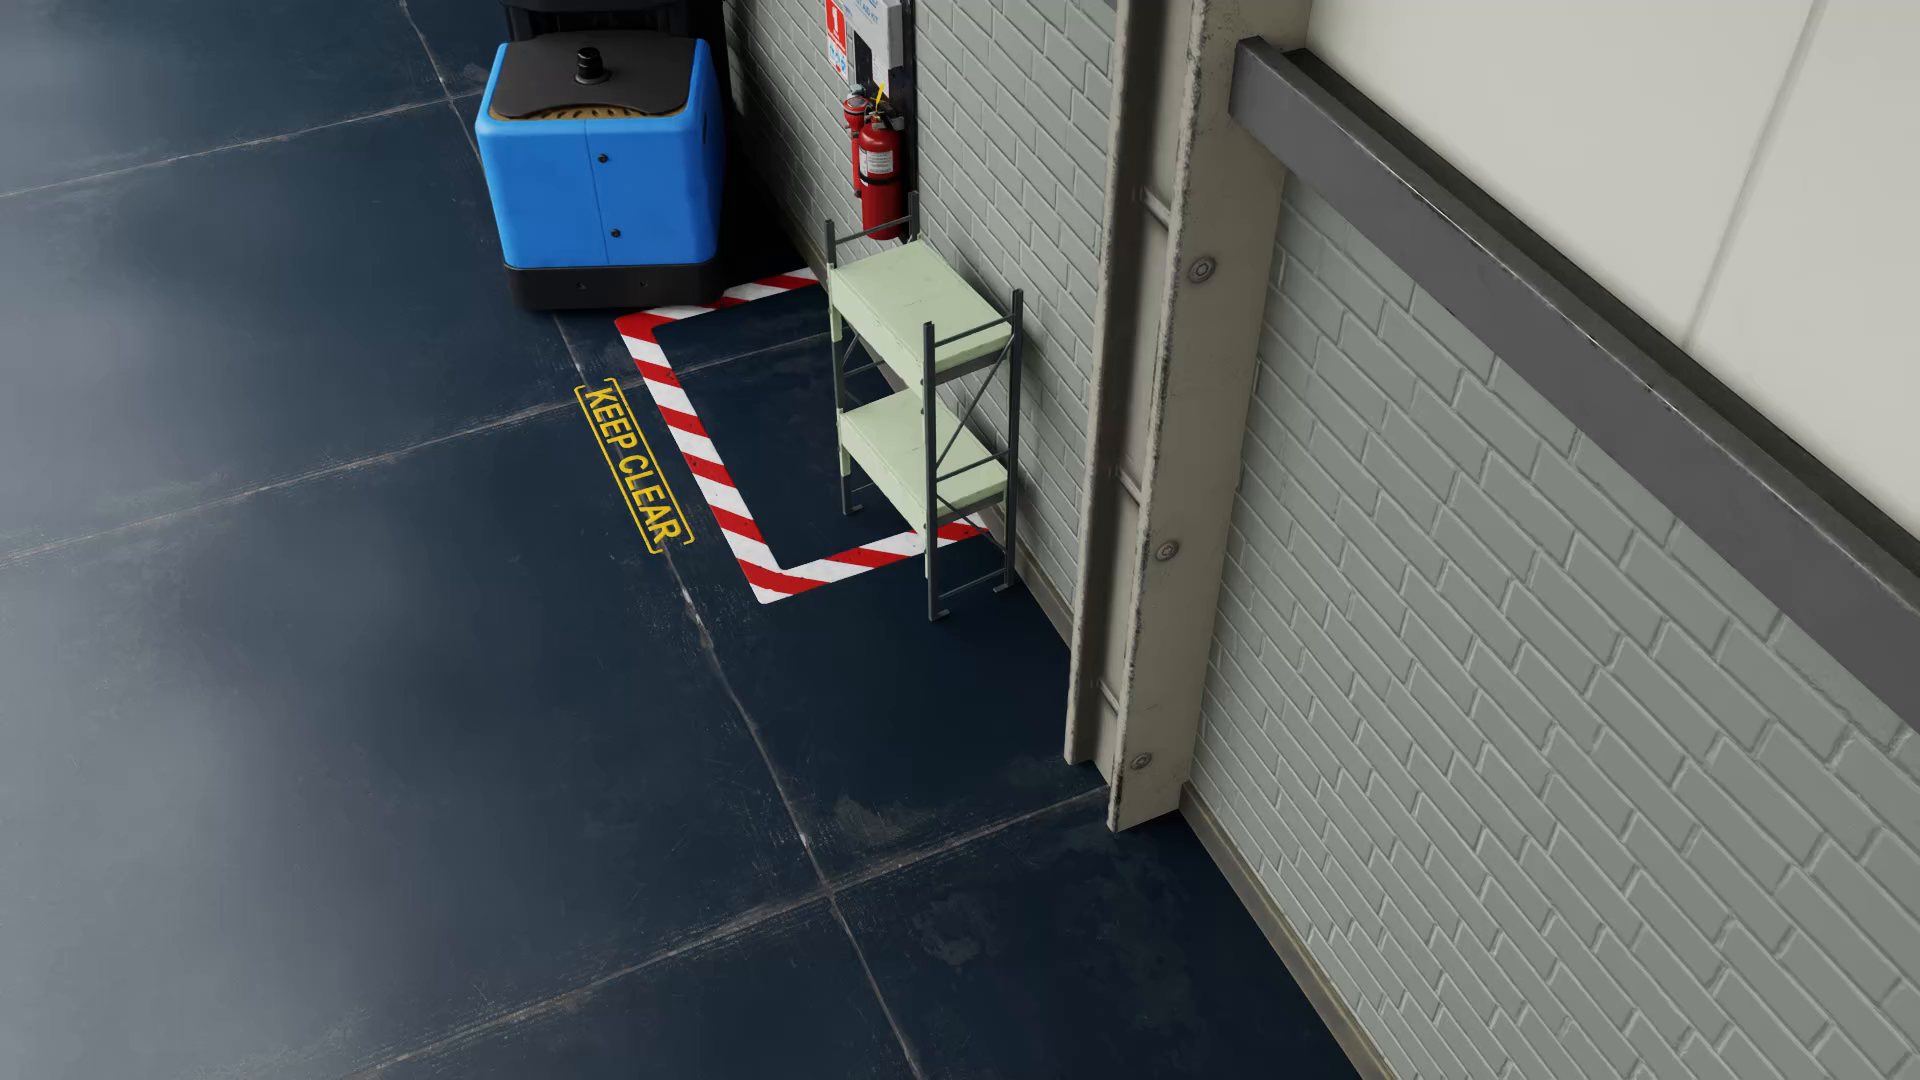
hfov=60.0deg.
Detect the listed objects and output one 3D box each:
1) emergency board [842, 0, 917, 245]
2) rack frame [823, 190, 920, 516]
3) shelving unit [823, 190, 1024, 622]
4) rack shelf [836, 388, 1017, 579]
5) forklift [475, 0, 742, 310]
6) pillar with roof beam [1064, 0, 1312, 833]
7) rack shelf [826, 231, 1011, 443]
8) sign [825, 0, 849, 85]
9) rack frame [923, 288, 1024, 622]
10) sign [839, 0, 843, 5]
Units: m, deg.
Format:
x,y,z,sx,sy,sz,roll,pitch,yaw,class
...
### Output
x,y,z,sx,sy,sz,roll,pitch,yaw,class
-0.391,-1.760,6.767,0.194,1.169,0.643,-18,47,-17,emergency board
-0.332,-0.719,6.779,0.400,1.500,0.023,-23,49,-22,rack frame
-0.142,-0.499,6.557,0.431,1.500,0.755,-23,49,-22,shelving unit
-0.142,-0.267,6.786,0.431,0.370,0.720,-23,49,-22,rack shelf
-1.761,-3.197,8.272,1.130,2.935,3.031,-2,45,-2,forklift
-3.293,-1.038,1.764,9.100,9.000,0.400,-18,47,-17,pillar with roof beam
-0.142,-0.777,6.283,0.431,0.370,0.720,-23,49,-22,rack shelf
-0.530,-2.155,7.142,0.001,0.329,0.234,-18,47,-17,sign
0.049,-0.280,6.334,0.400,1.500,0.023,-23,49,-22,rack frame
-0.536,-2.338,6.950,0.001,0.109,0.331,-18,47,-17,sign
